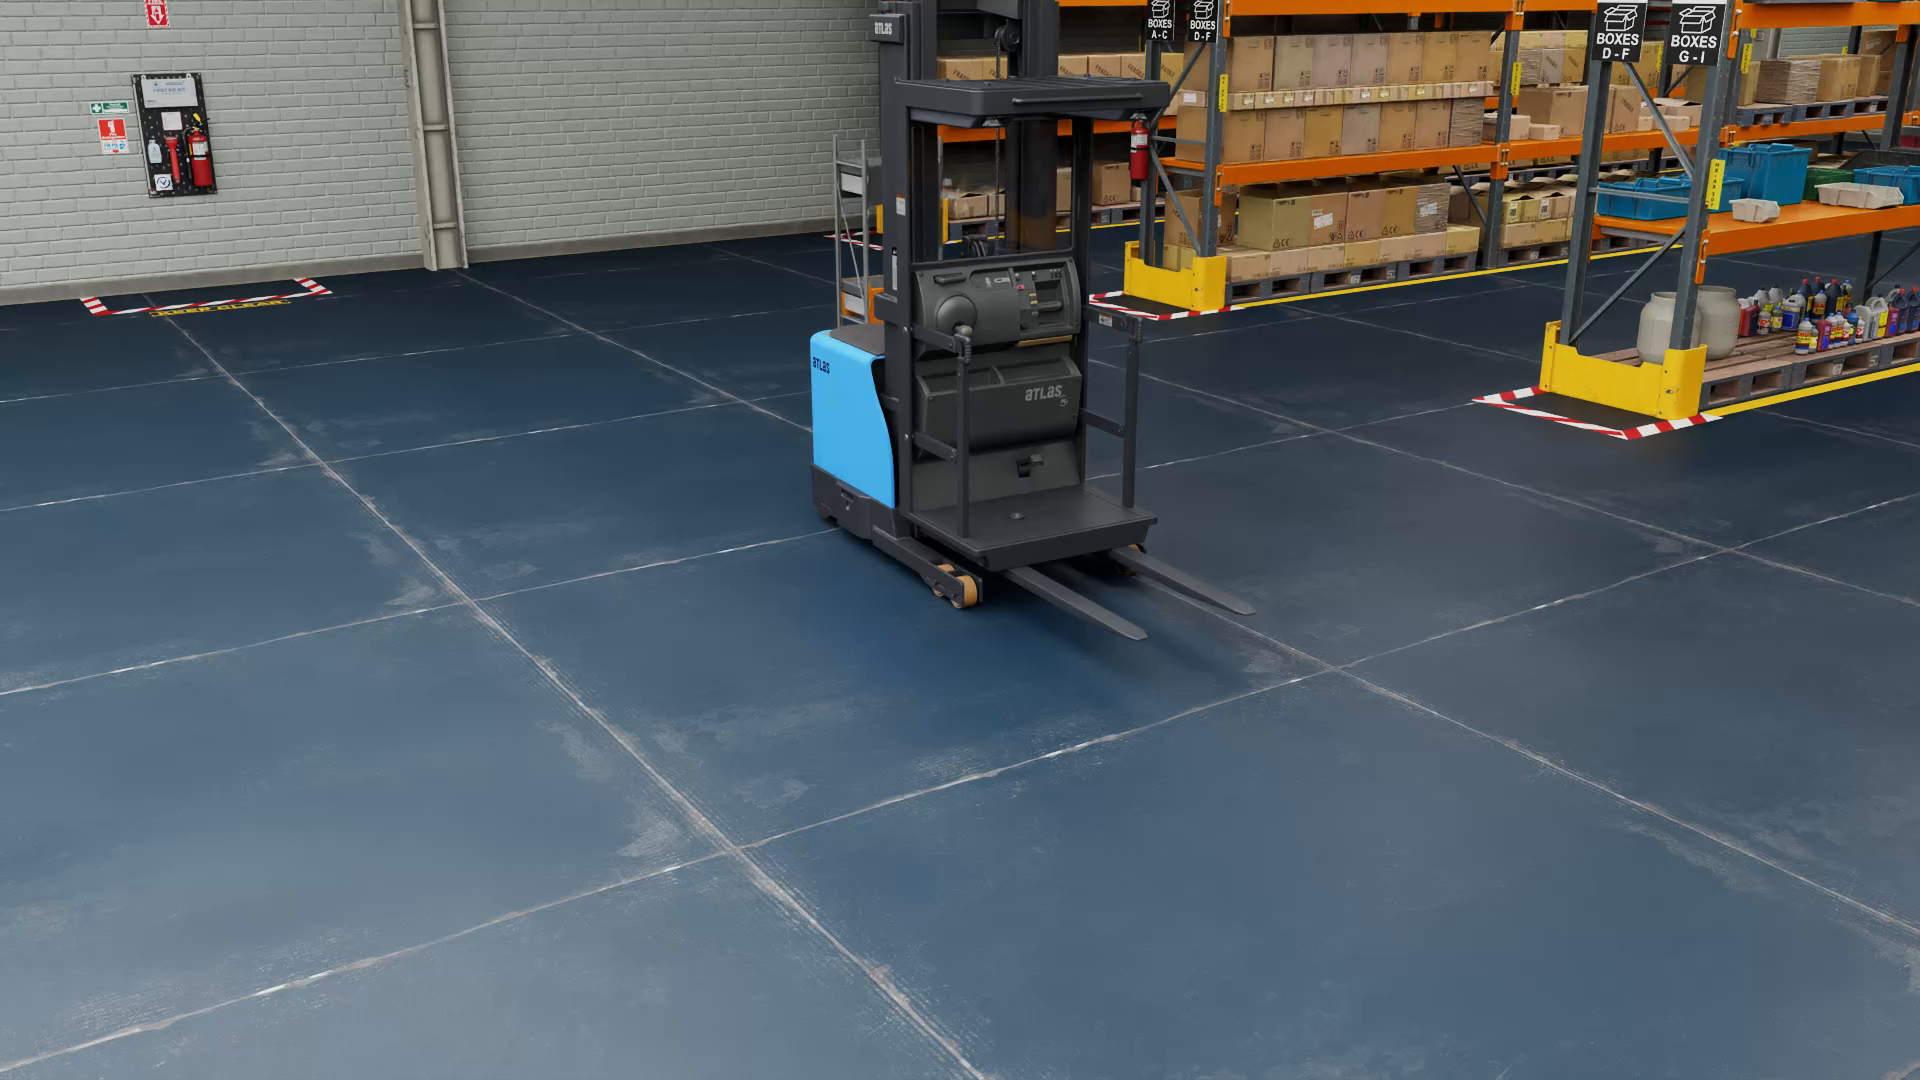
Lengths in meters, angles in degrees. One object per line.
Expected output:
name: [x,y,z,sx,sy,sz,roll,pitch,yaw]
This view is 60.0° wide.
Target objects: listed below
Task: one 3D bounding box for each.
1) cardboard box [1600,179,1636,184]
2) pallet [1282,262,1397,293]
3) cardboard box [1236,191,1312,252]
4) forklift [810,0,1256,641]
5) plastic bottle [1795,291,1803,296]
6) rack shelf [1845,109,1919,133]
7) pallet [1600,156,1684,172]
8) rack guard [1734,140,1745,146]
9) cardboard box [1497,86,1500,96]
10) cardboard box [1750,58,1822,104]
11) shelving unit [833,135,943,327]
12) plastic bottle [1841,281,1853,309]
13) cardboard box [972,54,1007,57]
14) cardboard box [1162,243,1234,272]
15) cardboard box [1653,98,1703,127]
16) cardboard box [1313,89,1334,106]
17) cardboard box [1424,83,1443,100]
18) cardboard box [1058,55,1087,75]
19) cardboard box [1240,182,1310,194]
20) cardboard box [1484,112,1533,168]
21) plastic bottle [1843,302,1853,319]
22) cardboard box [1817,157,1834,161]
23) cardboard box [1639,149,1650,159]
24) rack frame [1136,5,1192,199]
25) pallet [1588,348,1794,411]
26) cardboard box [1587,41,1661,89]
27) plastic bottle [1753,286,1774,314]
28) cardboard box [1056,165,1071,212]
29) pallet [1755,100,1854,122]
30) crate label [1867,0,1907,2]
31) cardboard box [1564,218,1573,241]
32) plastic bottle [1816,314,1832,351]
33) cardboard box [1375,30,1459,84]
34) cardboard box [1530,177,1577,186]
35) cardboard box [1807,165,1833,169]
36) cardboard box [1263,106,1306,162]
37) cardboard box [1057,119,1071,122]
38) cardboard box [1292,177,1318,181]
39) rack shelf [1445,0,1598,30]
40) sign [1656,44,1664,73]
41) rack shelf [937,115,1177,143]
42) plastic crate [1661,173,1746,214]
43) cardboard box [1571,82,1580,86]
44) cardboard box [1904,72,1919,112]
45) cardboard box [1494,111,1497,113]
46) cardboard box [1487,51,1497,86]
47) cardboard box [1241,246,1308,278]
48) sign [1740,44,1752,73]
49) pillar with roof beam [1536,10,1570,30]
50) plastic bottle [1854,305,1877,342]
cardboard box: [7.607,-3.976,19.085,0.500,0.311,0.500,-12,22,-32]
pallet: [3.715,-2.783,17.148,1.213,0.211,1.003,-12,22,-31]
cardboard box: [3.068,-3.120,16.257,0.500,0.500,0.500,-12,22,-31]
forklift: [0.310,-1.215,8.262,1.130,2.935,3.031,-10,21,-28]
plastic bottle: [6.981,-1.939,13.871,0.097,0.271,0.097,0,19,0]
rack shelf: [13.774,-5.870,23.048,4.000,0.370,1.077,-12,22,-31]
pallet: [11.074,-6.191,27.228,1.213,0.211,1.003,-12,22,-31]
rack guard: [12.736,-6.708,28.305,0.348,0.500,1.175,-12,22,-31]
cardboard box: [7.936,-6.682,24.688,0.250,0.149,0.380,-11,22,-30]
cardboard box: [10.095,-5.651,20.466,0.500,0.500,0.700,-8,20,-21]
shelving unit: [-0.419,-1.339,9.926,0.503,2.100,0.431,-10,21,-28]
plastic bottle: [7.636,-2.101,14.349,0.097,0.271,0.097,0,19,0]
cardboard box: [0.486,-5.681,20.397,0.500,0.500,0.500,-13,22,-33]
cardboard box: [2.367,-2.815,16.525,0.500,0.250,0.500,-12,22,-31]
cardboard box: [8.435,-5.059,19.666,0.500,0.311,0.500,-10,21,-28]
cardboard box: [3.389,-4.293,16.092,0.250,0.149,0.380,-13,23,-33]
cardboard box: [4.669,-4.563,16.888,0.250,0.149,0.380,-12,22,-32]
cardboard box: [1.195,-5.634,20.260,0.500,0.500,0.500,-11,22,-30]
cardboard box: [3.192,-3.351,16.939,0.500,0.500,0.500,-12,22,-31]
cardboard box: [8.164,-6.057,25.178,0.750,0.750,0.750,-11,22,-30]
plastic bottle: [7.137,-1.765,13.337,0.133,0.283,0.061,-12,22,-31]
cardboard box: [11.126,-4.766,21.874,0.500,0.500,0.500,-12,22,-31]
cardboard box: [10.908,-6.479,26.974,0.500,0.500,0.700,-11,22,-30]
rack frame: [2.694,-5.774,21.640,0.127,3.000,1.000,-12,22,-31]
pallet: [5.521,-1.266,12.660,1.213,0.211,1.003,-12,22,-31]
cardboard box: [10.450,-7.543,26.406,0.700,0.700,0.980,-13,22,-33]
plastic bottle: [6.573,-1.905,13.646,0.185,0.351,0.144,-11,22,-29]
cardboard box: [1.097,-4.408,20.815,0.500,0.500,0.700,-14,23,-35]
pallet: [10.384,-5.407,20.854,1.213,0.211,1.003,-12,22,-31]
crate label: [6.547,-4.011,11.975,0.408,0.251,0.502,-12,22,-31]
cardboard box: [6.754,-3.532,18.647,0.500,0.250,0.500,-13,22,-33]
plastic bottle: [6.687,-1.612,12.884,0.133,0.283,0.061,-11,22,-31]
cardboard box: [4.633,-4.942,16.998,0.500,0.500,0.700,-12,22,-32]
cardboard box: [6.873,-4.028,19.237,0.500,0.311,0.500,-12,22,-32]
cardboard box: [10.589,-4.456,20.958,0.500,0.500,0.500,-13,23,-33]
cardboard box: [2.914,-3.965,16.133,0.500,0.500,0.700,-11,22,-30]
cardboard box: [1.214,-5.281,20.384,0.500,0.250,0.500,-12,22,-31]
cardboard box: [4.569,-5.207,23.180,0.500,0.500,0.700,-12,22,-32]
rack shelf: [7.092,-5.882,18.399,4.000,0.370,1.077,-12,22,-31]
sign: [8.456,-5.809,20.058,0.005,0.325,0.100,-12,22,-31]
rack shelf: [1.024,-5.081,20.713,4.000,0.370,1.077,-12,22,-31]
plastic crate: [5.601,-2.630,12.573,0.408,0.251,0.499,-12,22,-31]
cardboard box: [9.249,-6.938,25.445,0.250,0.149,0.380,-12,22,-31]
cardboard box: [12.679,-5.923,21.925,0.500,0.500,0.500,-11,22,-30]
cardboard box: [6.055,-4.590,18.347,0.258,0.266,0.396,-13,22,-33]
cardboard box: [7.439,-6.870,24.231,0.500,0.500,0.500,-12,22,-32]
cardboard box: [3.067,-2.765,16.378,0.500,0.250,0.500,-12,22,-31]
sign: [9.071,-5.555,19.184,0.005,0.325,0.100,-12,22,-31]
pillar with roof beam: [11.852,-9.228,22.490,0.400,9.000,9.100,-12,22,-31]
plastic bottle: [7.196,-1.733,13.254,0.135,0.276,0.152,-11,22,-30]
